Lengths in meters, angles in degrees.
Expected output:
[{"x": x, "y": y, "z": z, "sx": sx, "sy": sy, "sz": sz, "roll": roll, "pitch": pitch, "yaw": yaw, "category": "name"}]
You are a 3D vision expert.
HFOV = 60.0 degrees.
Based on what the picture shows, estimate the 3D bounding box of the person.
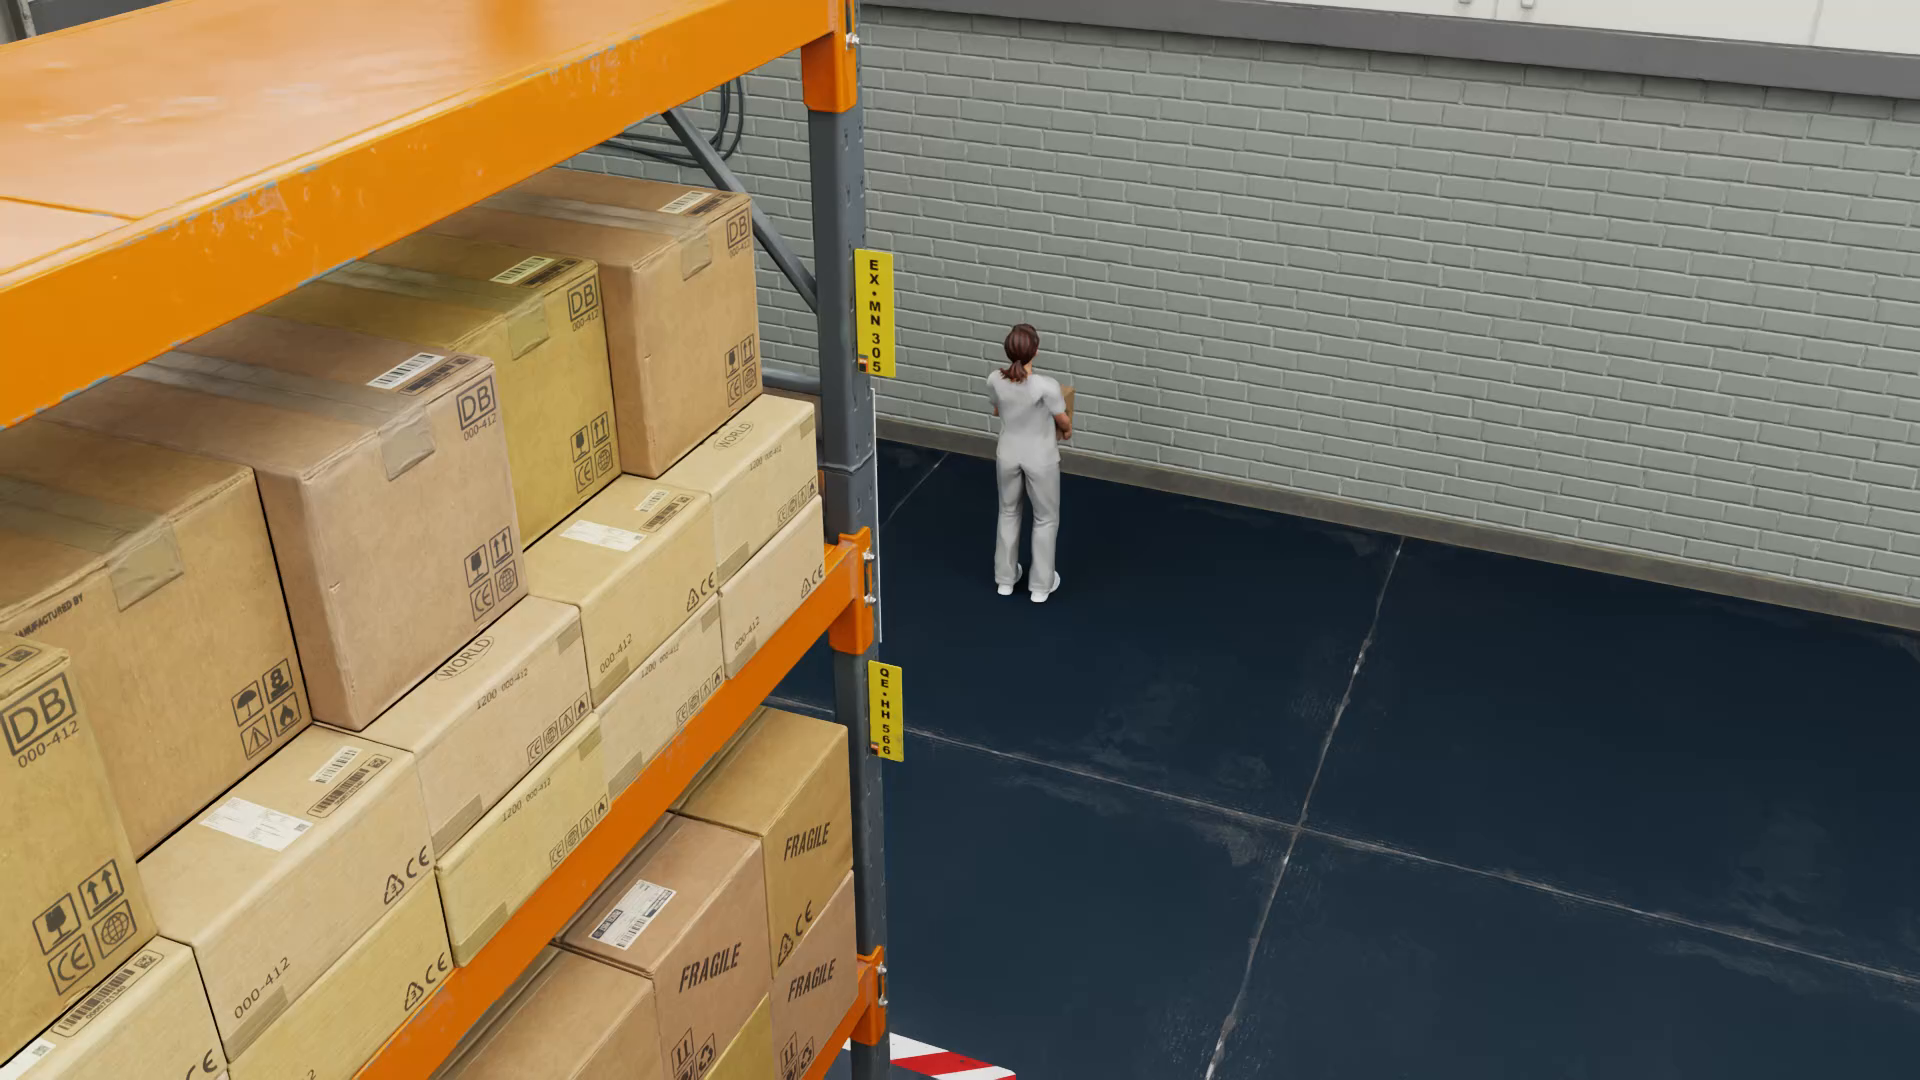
[{"x": 0.389, "y": -0.464, "z": 9.217, "sx": 0.438, "sy": 1.662, "sz": 0.559, "roll": 12, "pitch": 32, "yaw": 19, "category": "person"}]
